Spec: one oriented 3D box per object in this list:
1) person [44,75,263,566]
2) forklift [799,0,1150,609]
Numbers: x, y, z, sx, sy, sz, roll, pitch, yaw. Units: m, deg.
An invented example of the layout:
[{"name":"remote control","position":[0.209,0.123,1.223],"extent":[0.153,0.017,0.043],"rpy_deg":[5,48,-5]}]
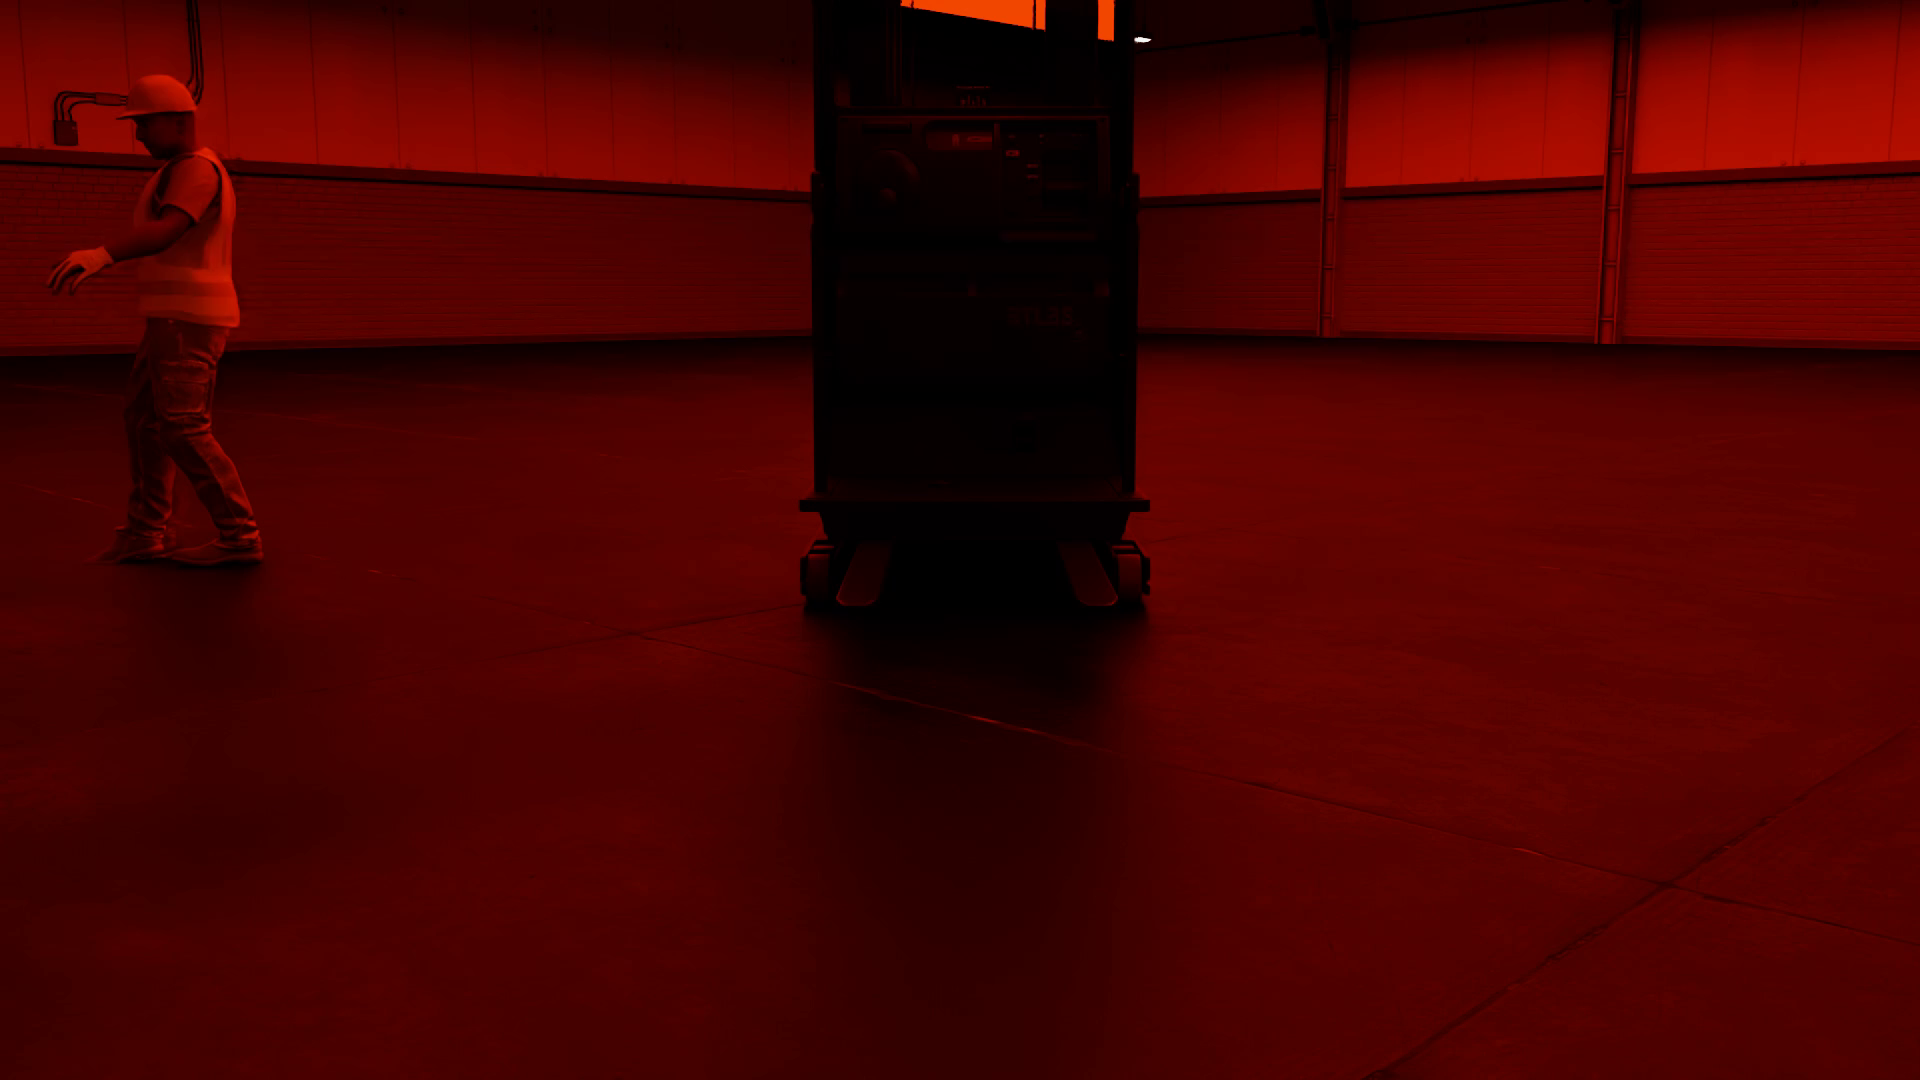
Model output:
[{"name":"person","position":[-2.929,-0.764,6.038],"extent":[0.645,1.794,1.043],"rpy_deg":[-3,9,-19]},{"name":"forklift","position":[0.047,-1.290,5.439],"extent":[1.130,2.935,3.031],"rpy_deg":[0,9,0]}]
